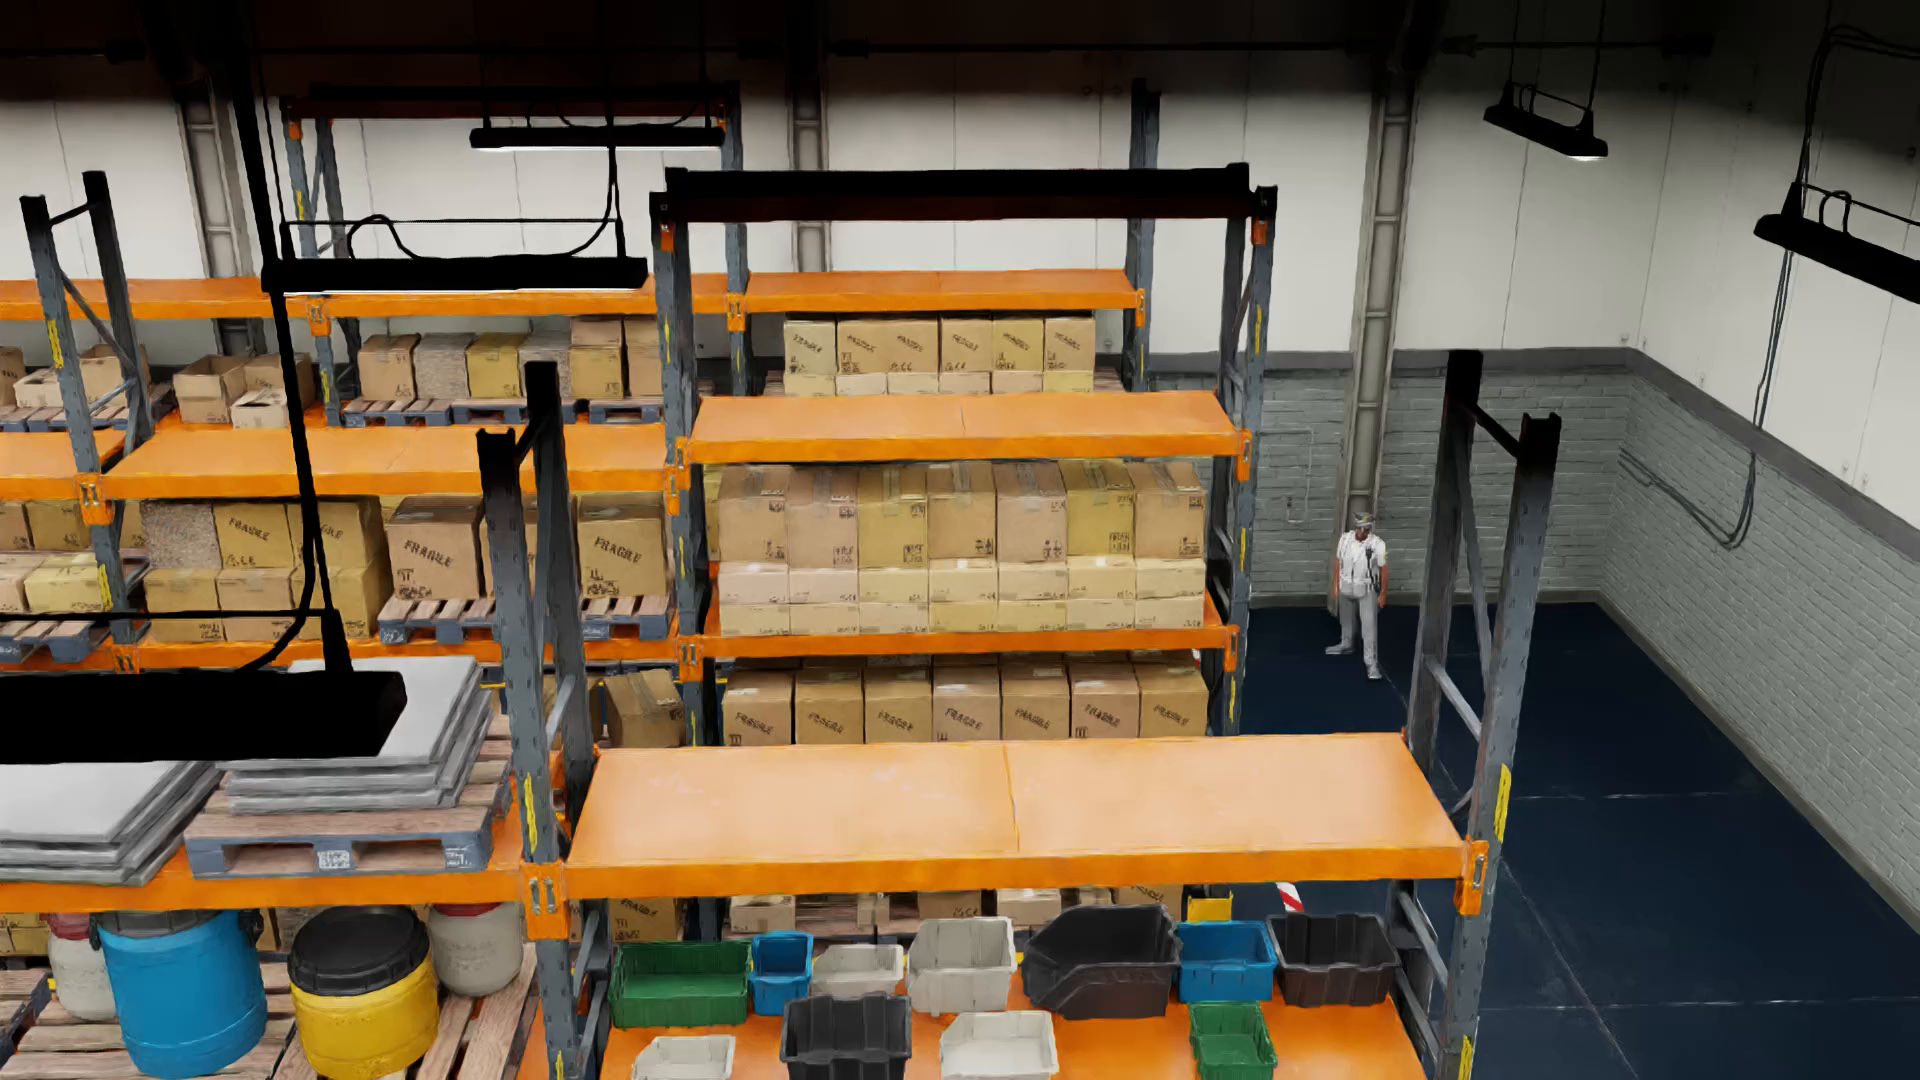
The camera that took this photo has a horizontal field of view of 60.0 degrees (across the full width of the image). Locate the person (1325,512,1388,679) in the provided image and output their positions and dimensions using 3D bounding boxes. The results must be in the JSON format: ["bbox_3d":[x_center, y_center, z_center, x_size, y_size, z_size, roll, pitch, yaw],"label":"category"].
[{"bbox_3d":[4.229,0.521,17.502,0.770,1.753,0.587,15,27,33],"label":"person"}]
